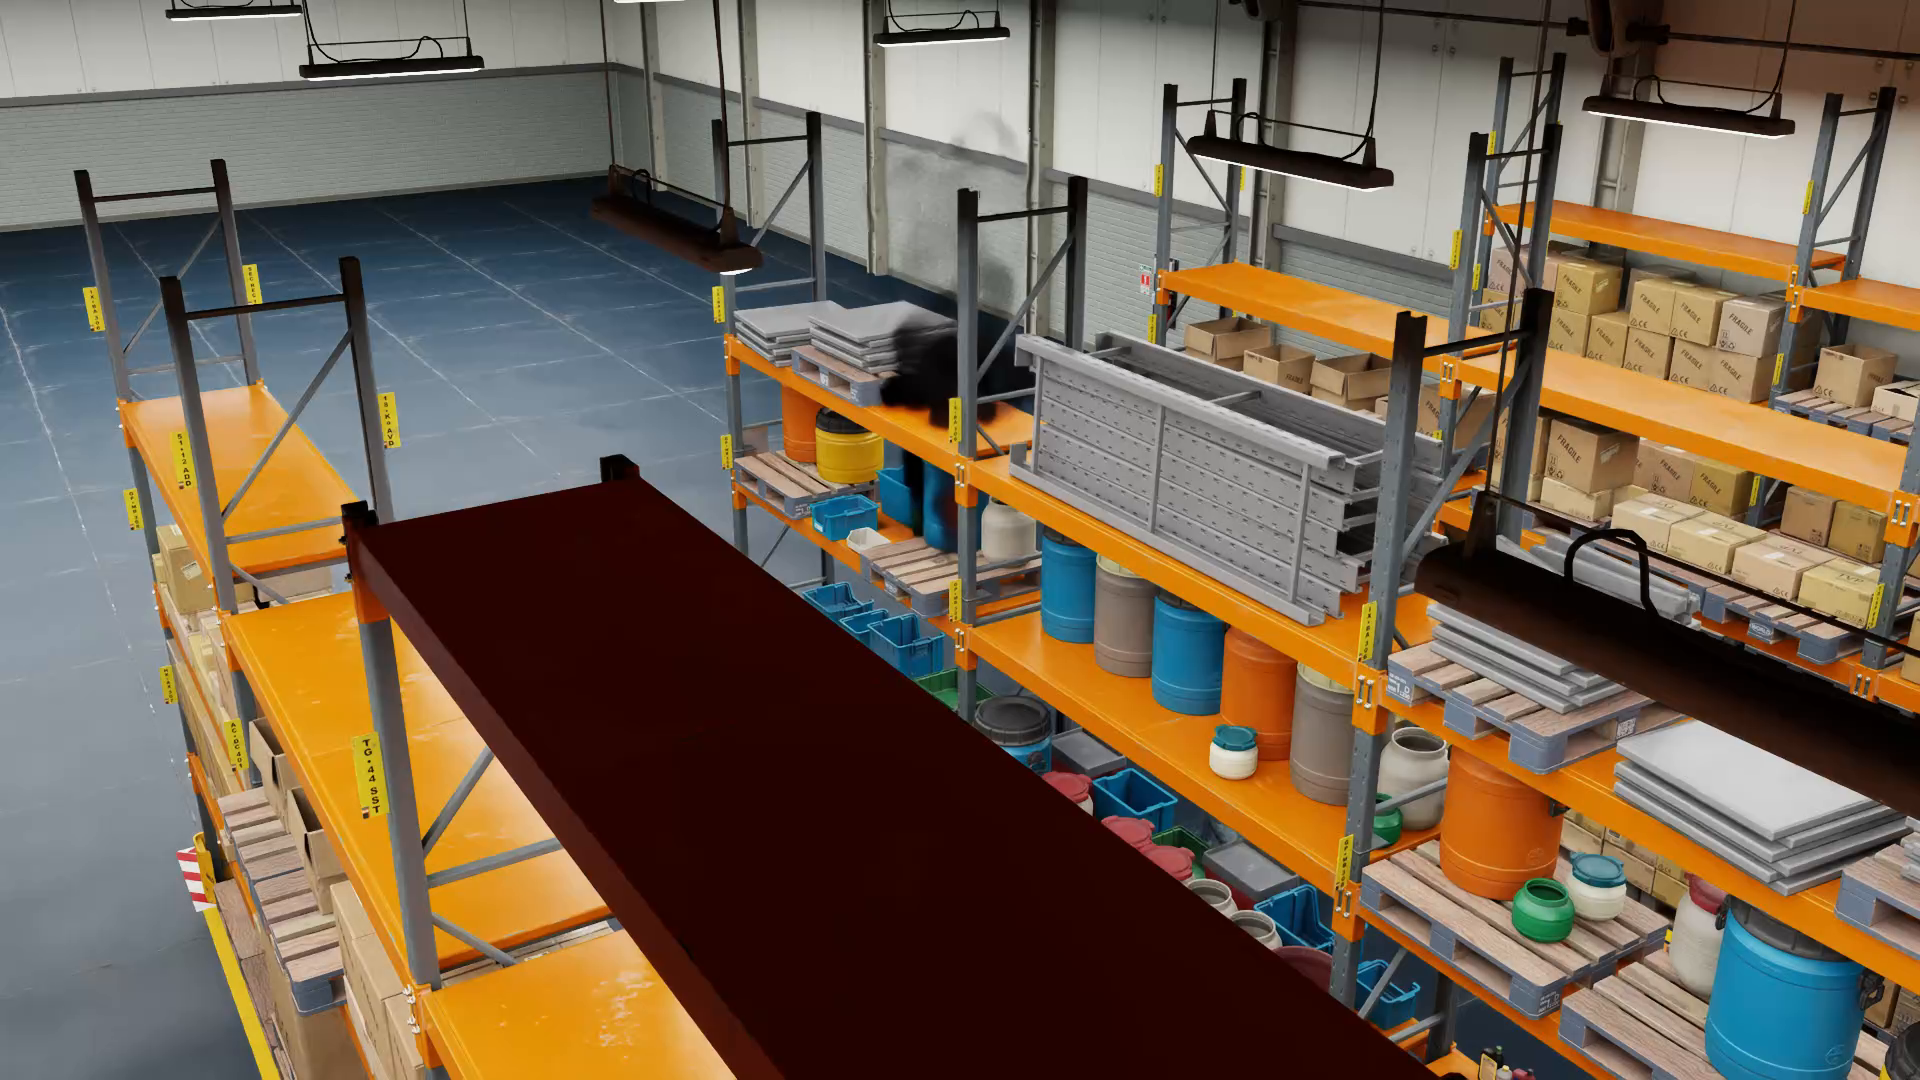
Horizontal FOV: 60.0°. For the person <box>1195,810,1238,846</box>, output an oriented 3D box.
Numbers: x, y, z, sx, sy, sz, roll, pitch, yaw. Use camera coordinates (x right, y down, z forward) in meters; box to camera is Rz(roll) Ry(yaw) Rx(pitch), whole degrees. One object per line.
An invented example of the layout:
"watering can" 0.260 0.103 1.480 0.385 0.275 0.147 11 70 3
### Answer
"person" 2.193 1.991 13.992 0.693 1.776 0.946 -15 26 -32
